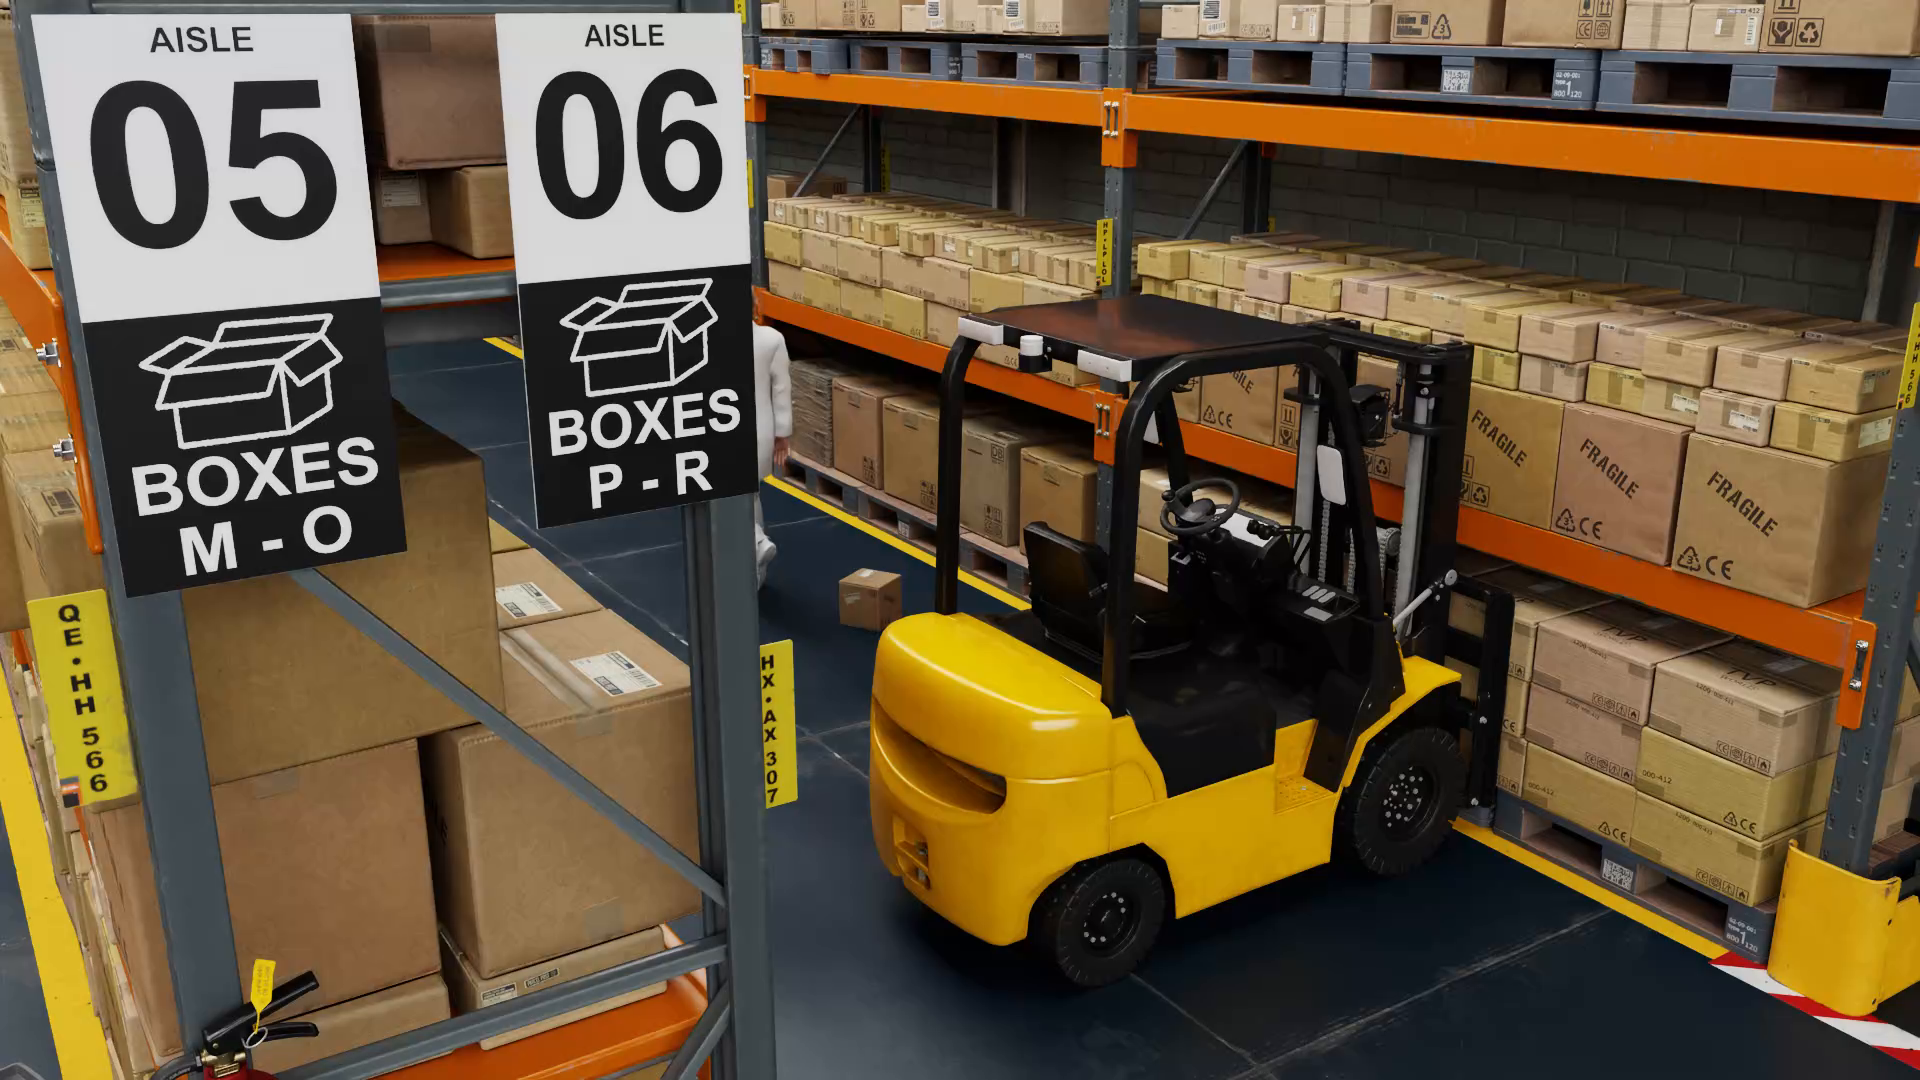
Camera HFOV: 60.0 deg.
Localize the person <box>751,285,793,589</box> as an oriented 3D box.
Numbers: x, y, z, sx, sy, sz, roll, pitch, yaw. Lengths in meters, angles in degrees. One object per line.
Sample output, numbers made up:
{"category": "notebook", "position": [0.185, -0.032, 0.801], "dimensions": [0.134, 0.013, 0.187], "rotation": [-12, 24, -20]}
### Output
{"category": "person", "position": [-1.208, -0.564, 9.246], "dimensions": [0.604, 1.764, 0.717], "rotation": [-14, 23, -37]}
